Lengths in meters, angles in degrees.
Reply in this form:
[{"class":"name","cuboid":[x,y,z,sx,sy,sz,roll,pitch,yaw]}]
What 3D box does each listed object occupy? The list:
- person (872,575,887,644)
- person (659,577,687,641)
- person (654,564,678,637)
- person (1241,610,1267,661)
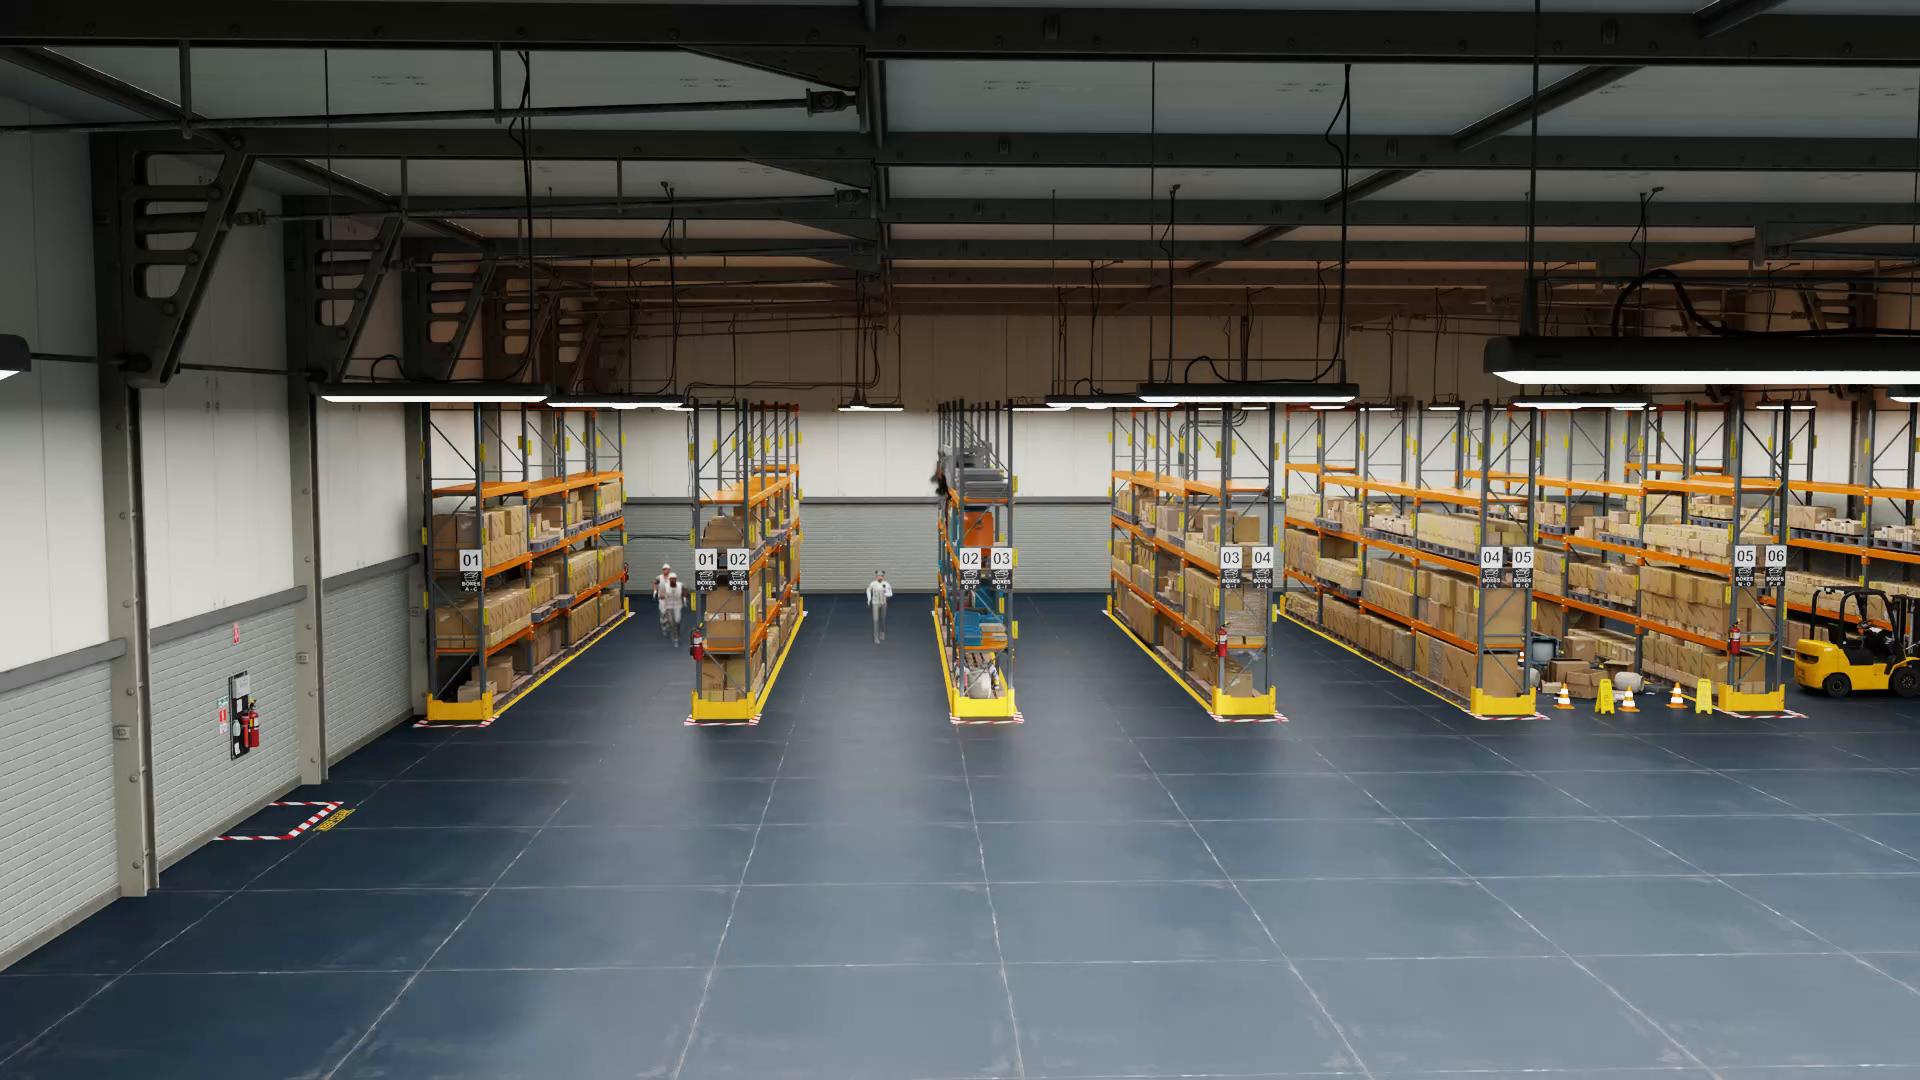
[{"class":"person","cuboid":[-1.901,1.588,39.491,0.360,1.665,0.799,0,4,-3]},{"class":"person","cuboid":[-7.079,1.656,41.057,0.660,1.641,0.839,0,4,-6]},{"class":"person","cuboid":[-7.598,1.542,43.124,0.607,1.838,0.843,-1,5,-16]},{"class":"person","cuboid":[6.847,1.870,39.016,0.724,1.813,1.051,0,4,1]}]
